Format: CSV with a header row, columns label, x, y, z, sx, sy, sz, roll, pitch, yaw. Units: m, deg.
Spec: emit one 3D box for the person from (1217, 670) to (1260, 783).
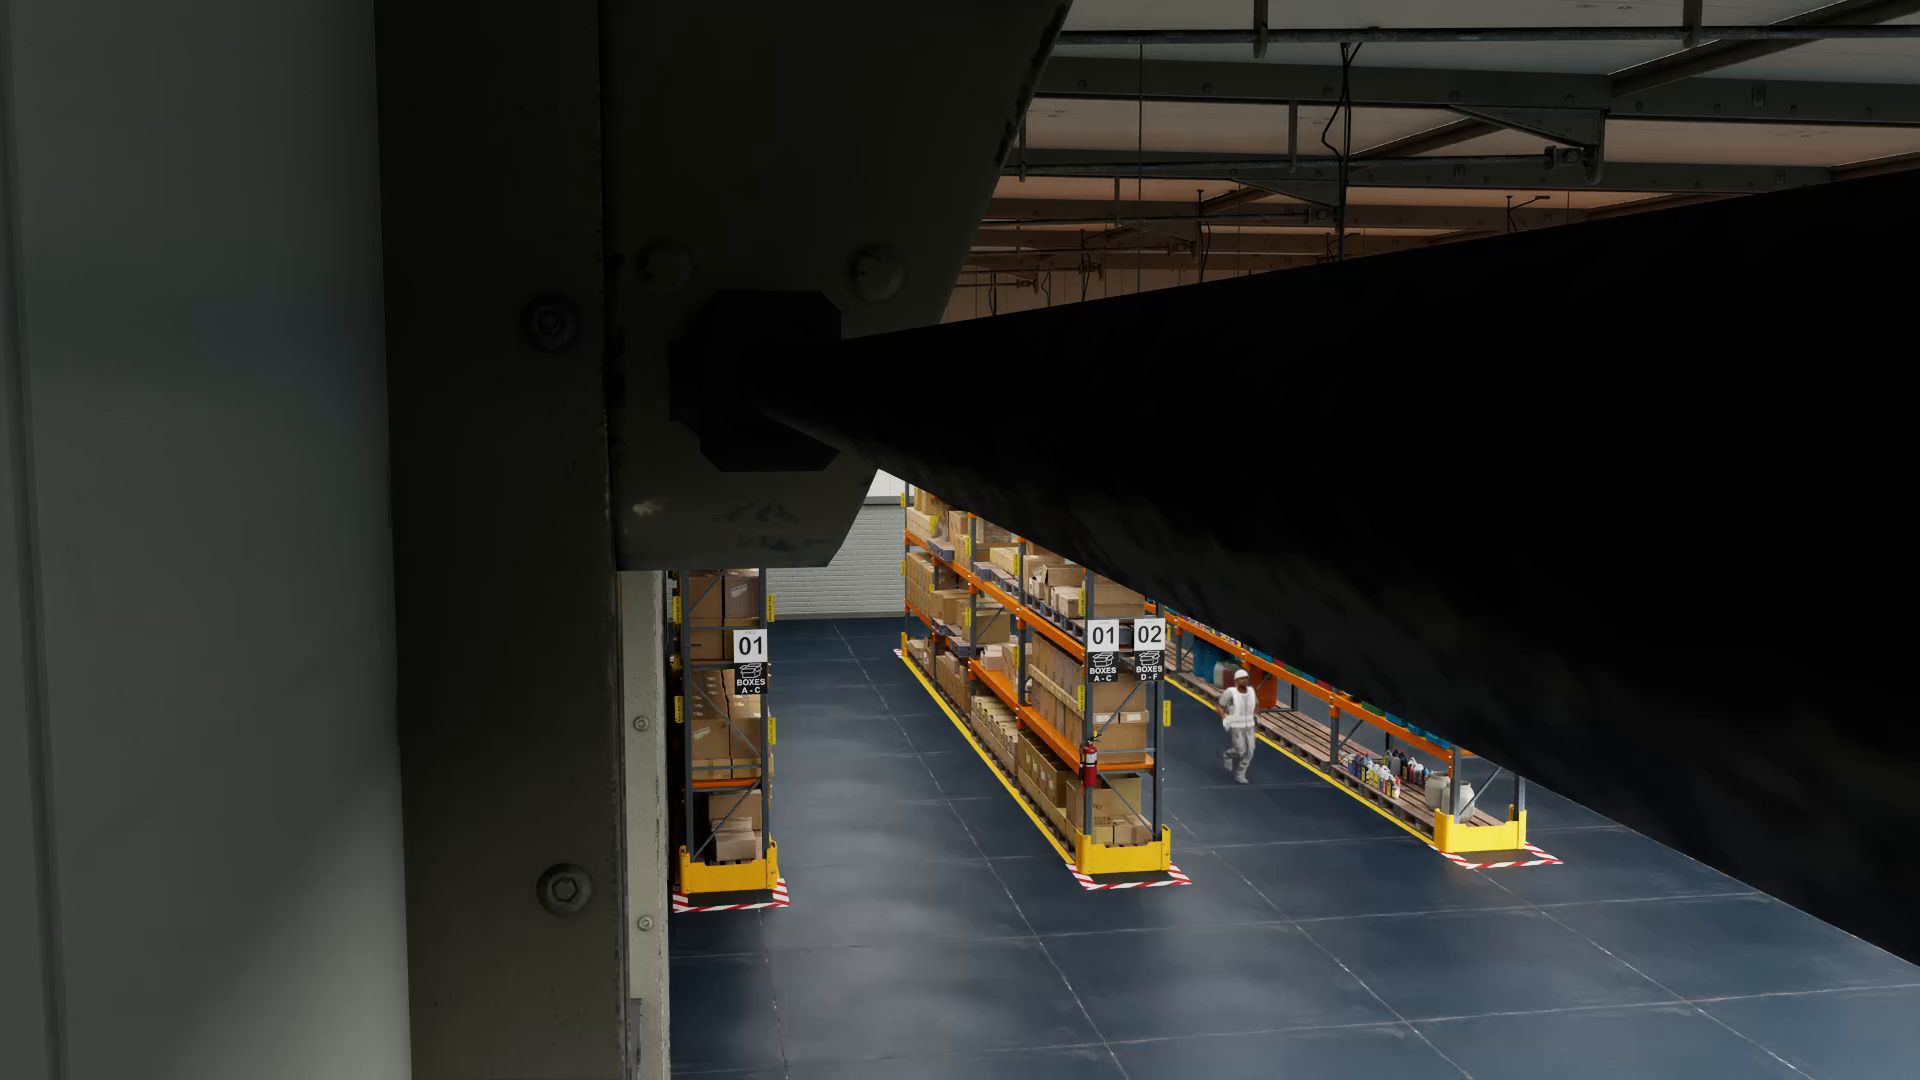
label,x,y,z,sx,sy,sz,roll,pitch,yaw
person,4.291,2.839,25.394,0.686,1.733,0.599,-2,6,-20
